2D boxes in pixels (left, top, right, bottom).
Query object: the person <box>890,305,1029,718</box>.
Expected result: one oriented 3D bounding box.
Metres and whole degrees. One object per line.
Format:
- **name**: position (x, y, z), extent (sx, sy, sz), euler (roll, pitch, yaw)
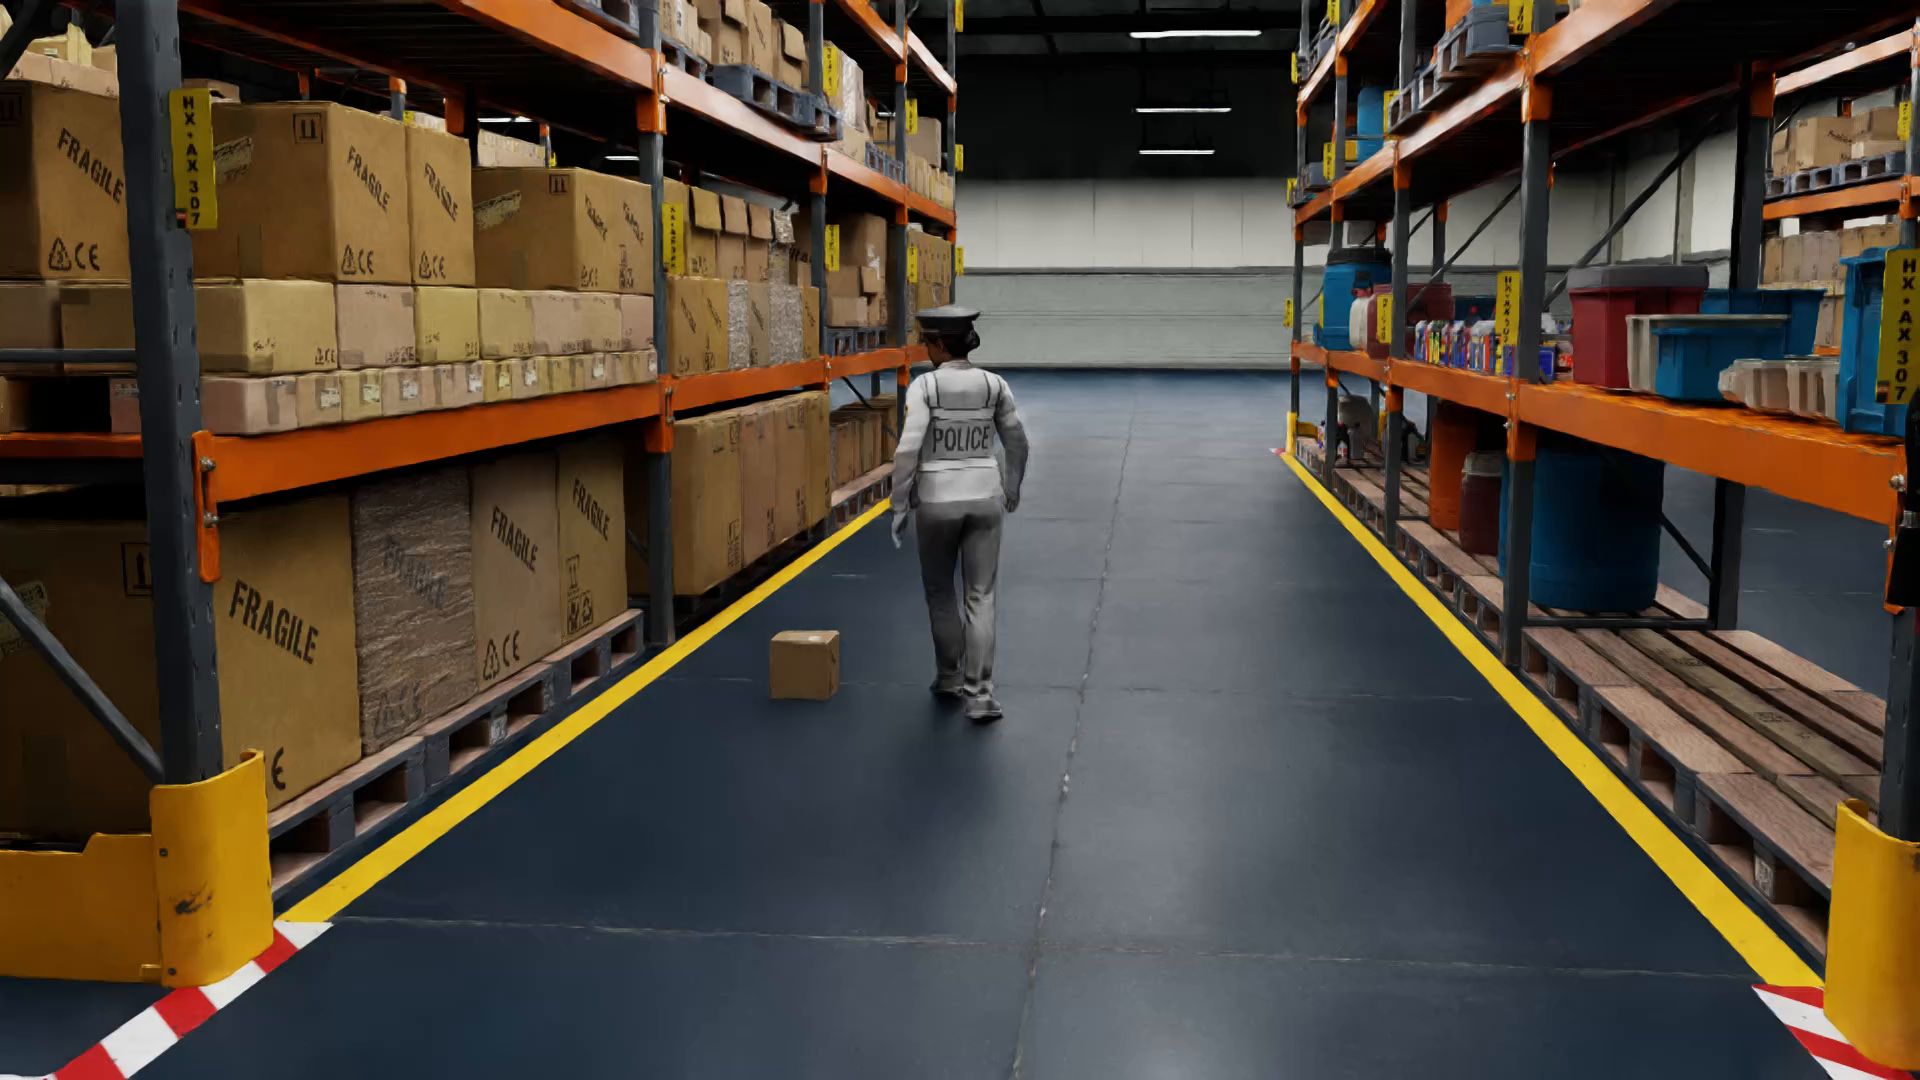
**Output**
- **person**: position (-0.012, -0.118, 6.791), extent (0.604, 1.662, 0.748), euler (-2, 8, -12)
